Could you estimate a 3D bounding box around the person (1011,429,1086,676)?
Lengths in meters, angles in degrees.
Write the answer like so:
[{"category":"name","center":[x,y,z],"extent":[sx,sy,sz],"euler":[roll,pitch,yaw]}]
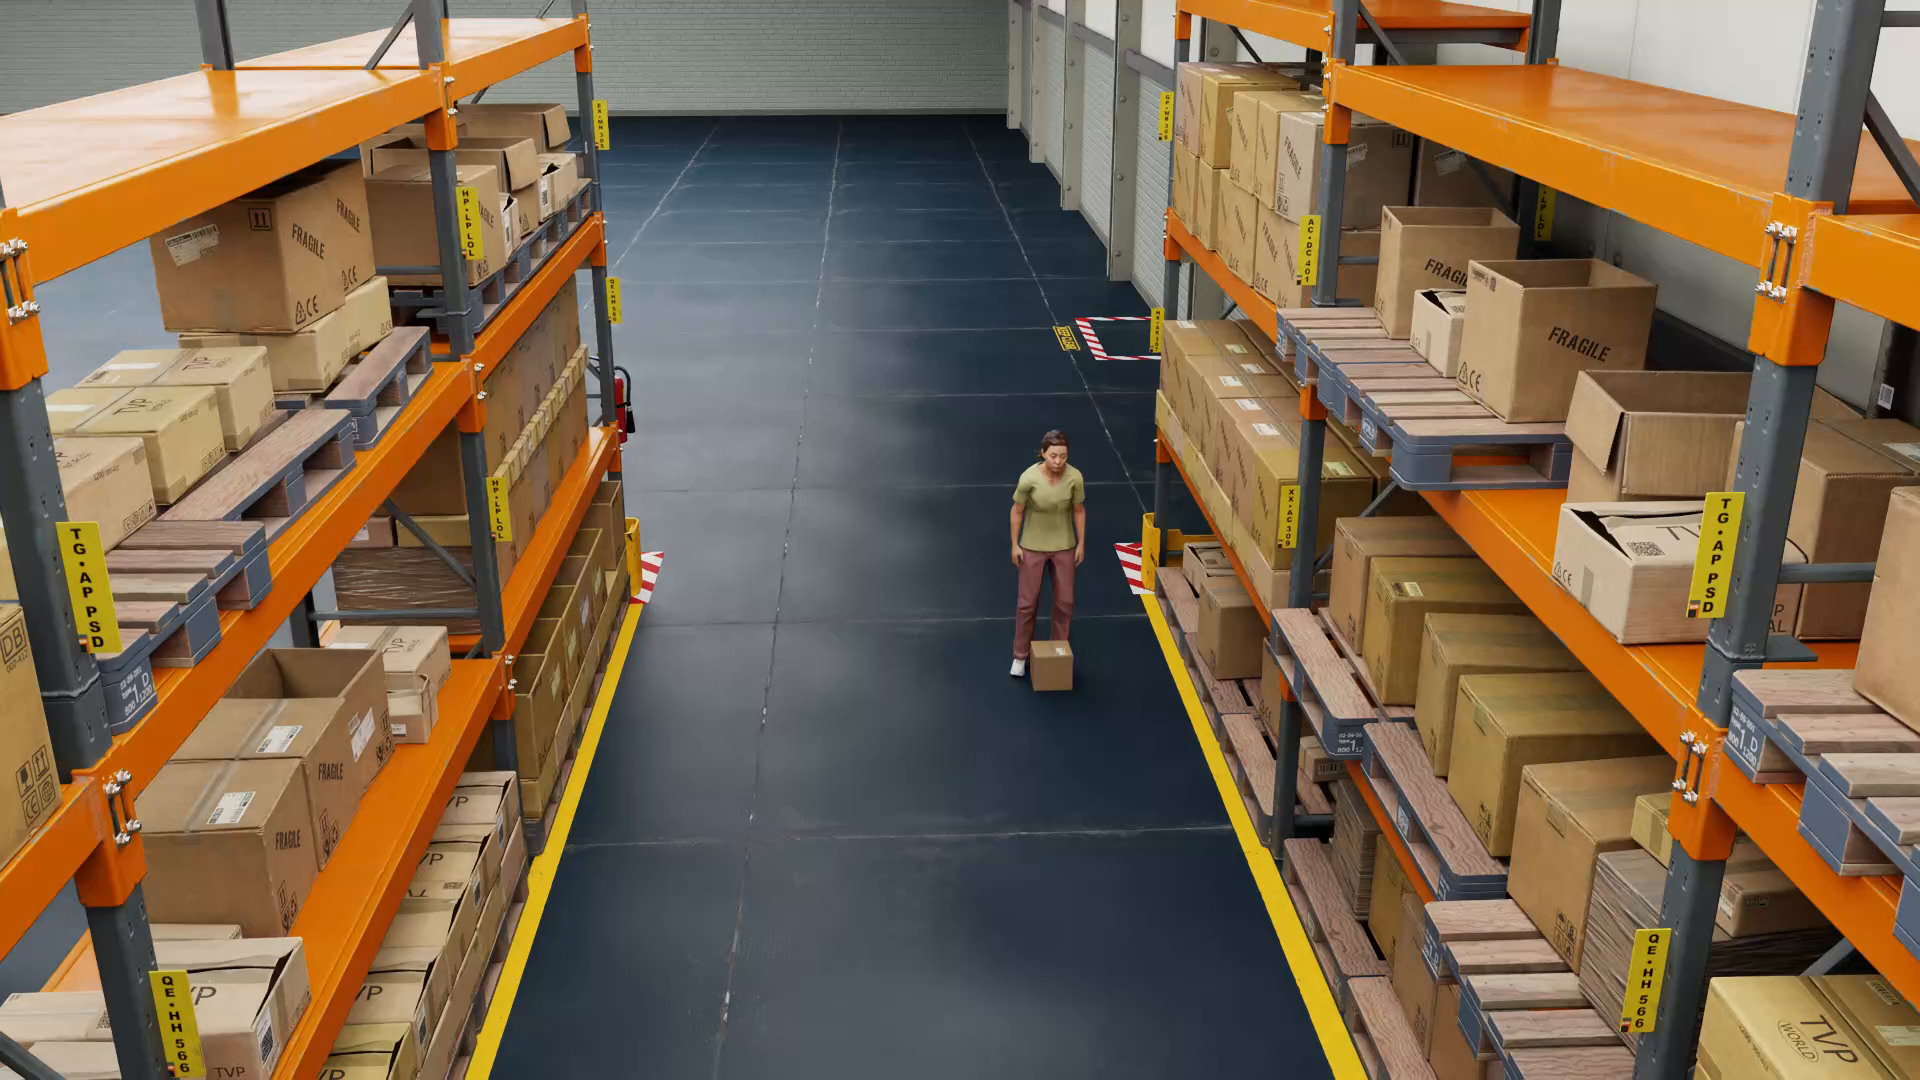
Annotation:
[{"category":"person","center":[0.579,0.072,10.889],"extent":[0.509,1.671,0.366],"euler":[-2,21,-6]}]
